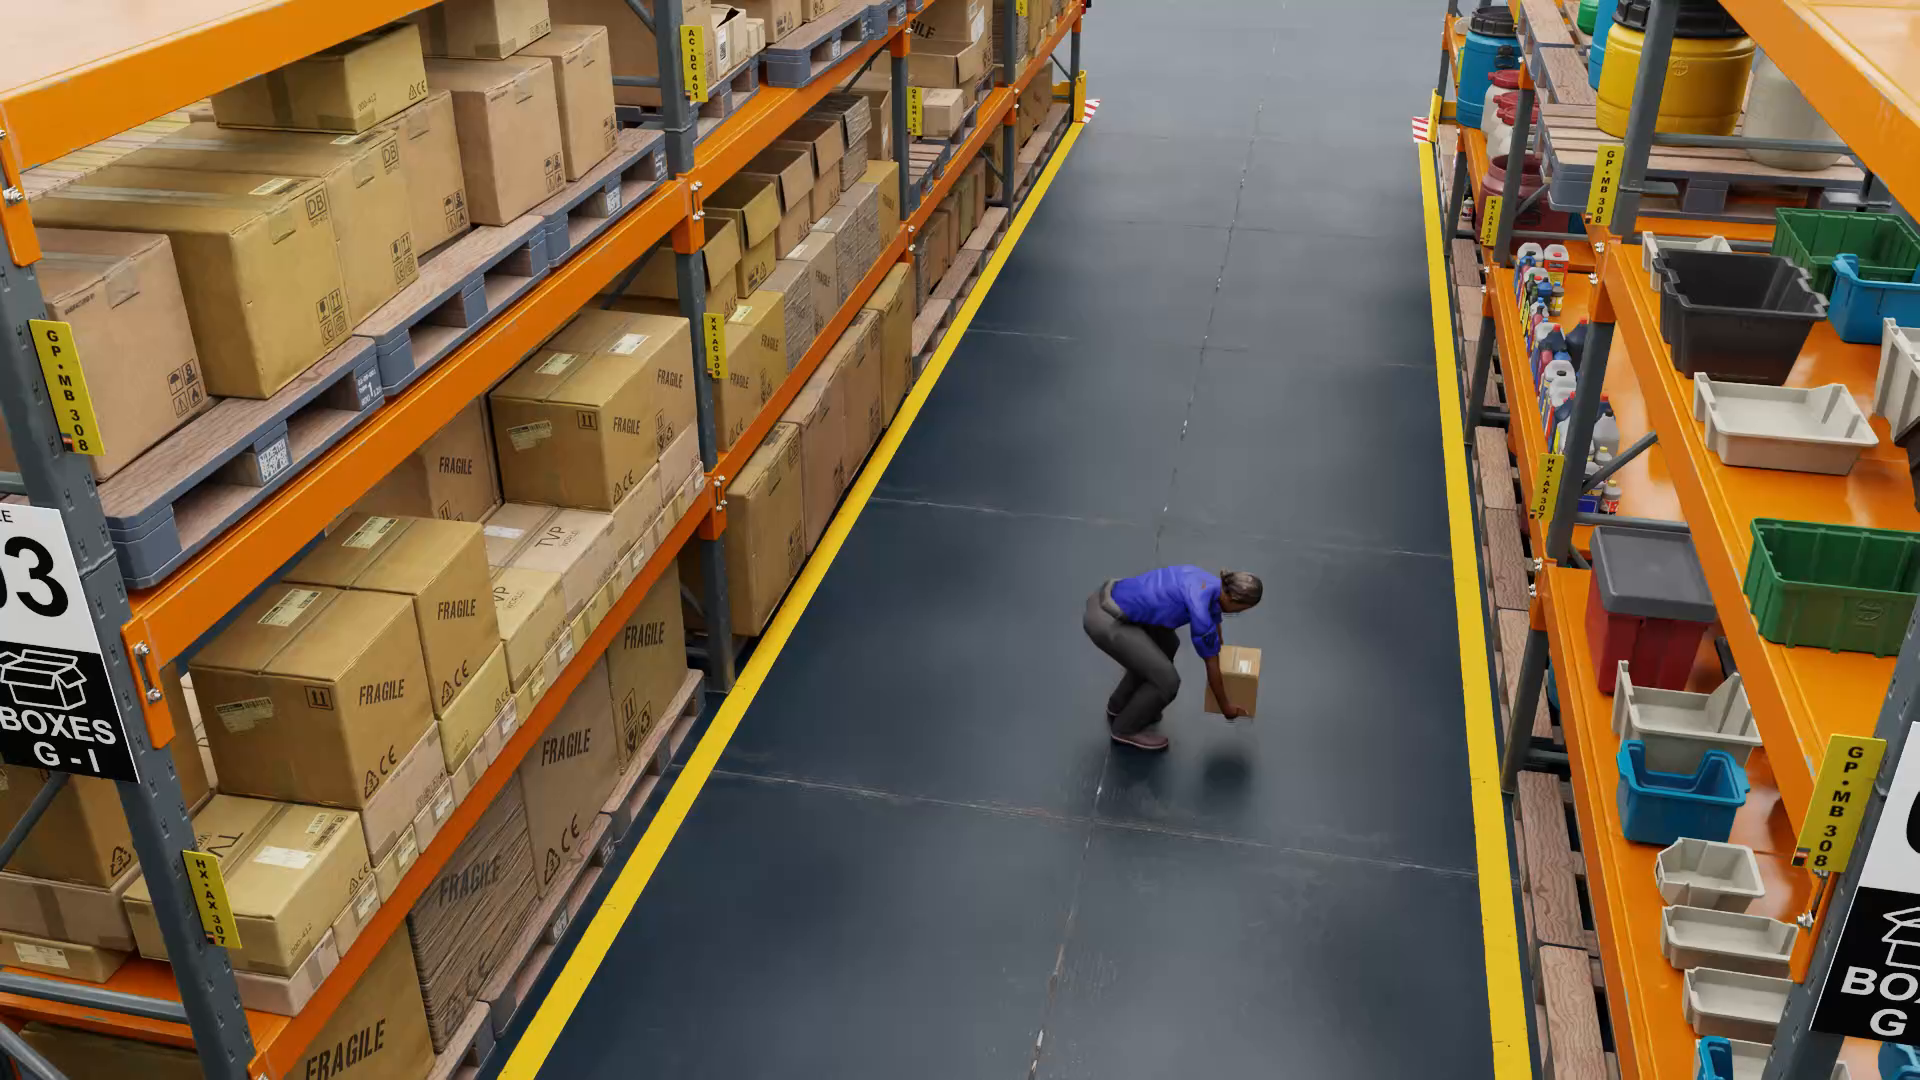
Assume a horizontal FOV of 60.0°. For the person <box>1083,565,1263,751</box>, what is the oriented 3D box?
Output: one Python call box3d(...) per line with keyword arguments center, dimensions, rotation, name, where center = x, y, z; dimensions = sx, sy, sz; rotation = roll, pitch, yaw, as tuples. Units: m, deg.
box3d(center=(1.043, 0.558, 8.310), dimensions=(0.860, 0.982, 0.459), rotation=(5, 29, 8), name="person")
